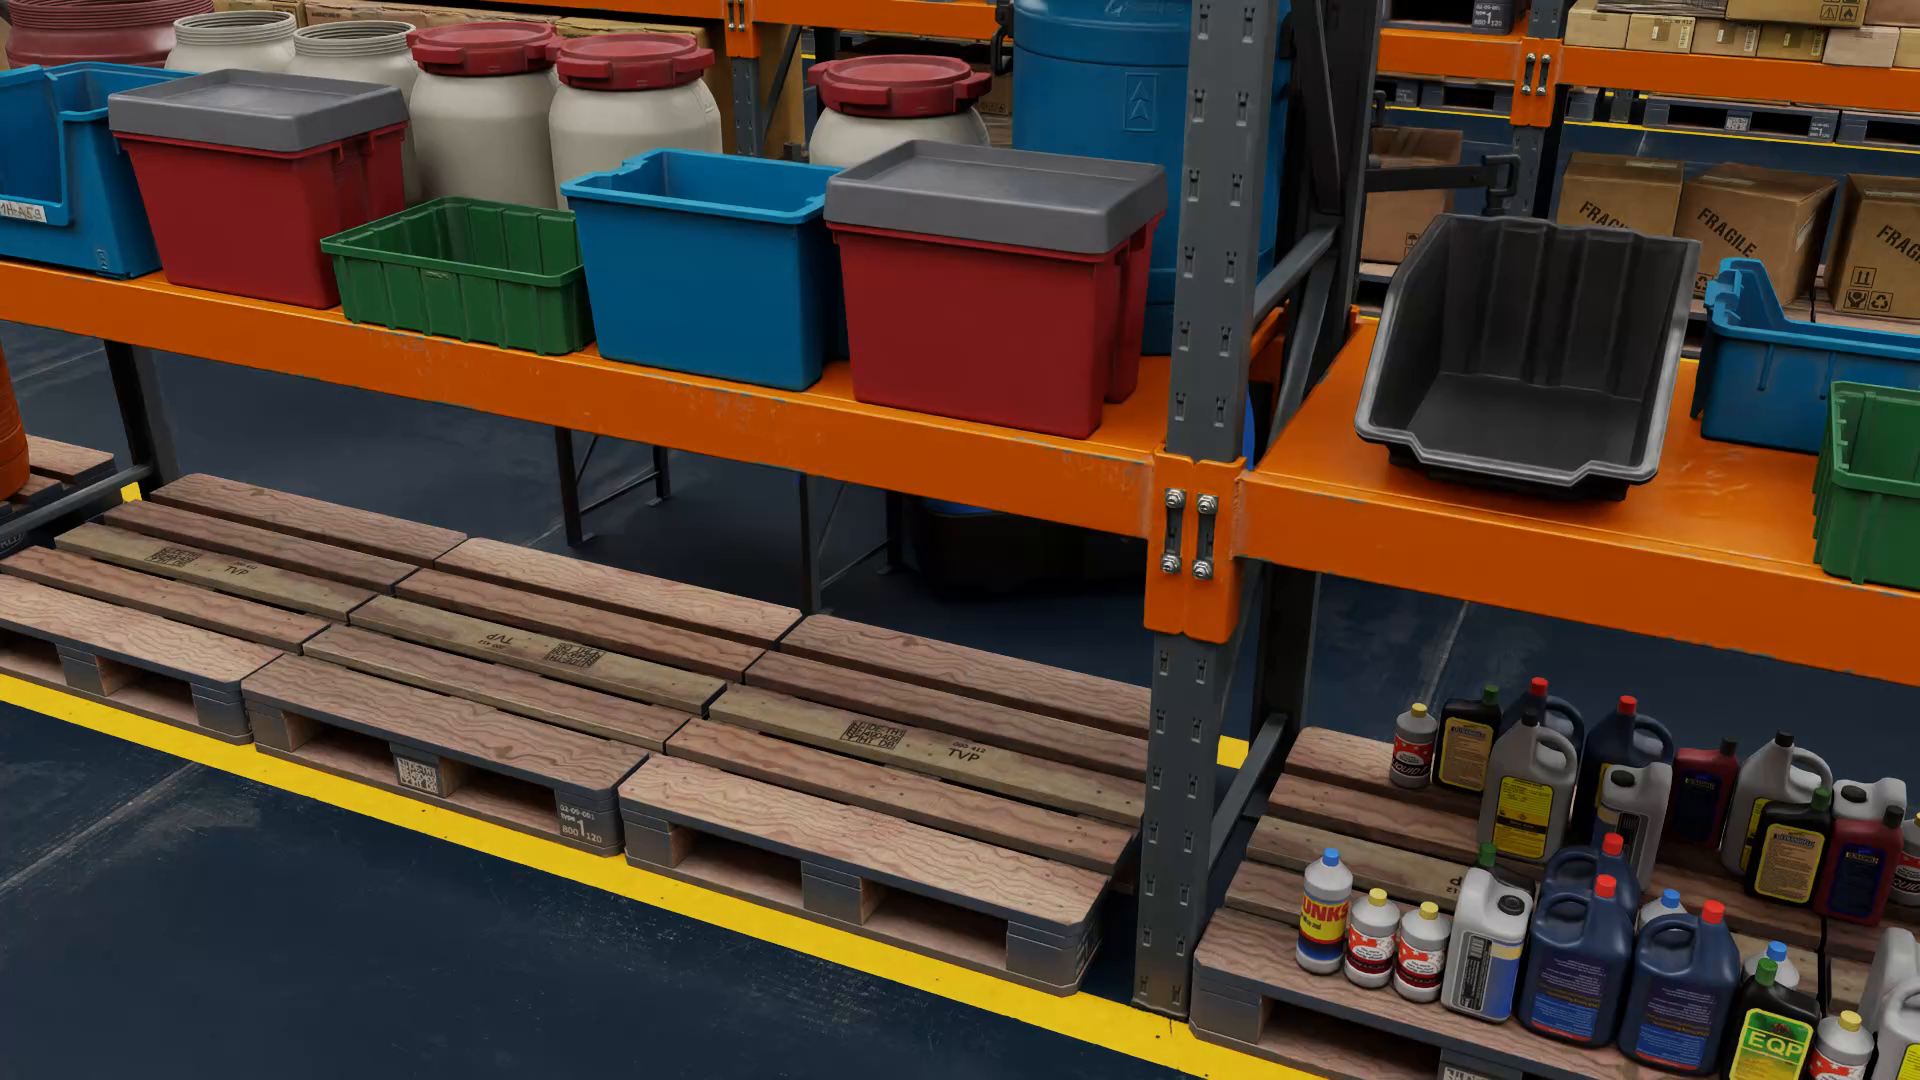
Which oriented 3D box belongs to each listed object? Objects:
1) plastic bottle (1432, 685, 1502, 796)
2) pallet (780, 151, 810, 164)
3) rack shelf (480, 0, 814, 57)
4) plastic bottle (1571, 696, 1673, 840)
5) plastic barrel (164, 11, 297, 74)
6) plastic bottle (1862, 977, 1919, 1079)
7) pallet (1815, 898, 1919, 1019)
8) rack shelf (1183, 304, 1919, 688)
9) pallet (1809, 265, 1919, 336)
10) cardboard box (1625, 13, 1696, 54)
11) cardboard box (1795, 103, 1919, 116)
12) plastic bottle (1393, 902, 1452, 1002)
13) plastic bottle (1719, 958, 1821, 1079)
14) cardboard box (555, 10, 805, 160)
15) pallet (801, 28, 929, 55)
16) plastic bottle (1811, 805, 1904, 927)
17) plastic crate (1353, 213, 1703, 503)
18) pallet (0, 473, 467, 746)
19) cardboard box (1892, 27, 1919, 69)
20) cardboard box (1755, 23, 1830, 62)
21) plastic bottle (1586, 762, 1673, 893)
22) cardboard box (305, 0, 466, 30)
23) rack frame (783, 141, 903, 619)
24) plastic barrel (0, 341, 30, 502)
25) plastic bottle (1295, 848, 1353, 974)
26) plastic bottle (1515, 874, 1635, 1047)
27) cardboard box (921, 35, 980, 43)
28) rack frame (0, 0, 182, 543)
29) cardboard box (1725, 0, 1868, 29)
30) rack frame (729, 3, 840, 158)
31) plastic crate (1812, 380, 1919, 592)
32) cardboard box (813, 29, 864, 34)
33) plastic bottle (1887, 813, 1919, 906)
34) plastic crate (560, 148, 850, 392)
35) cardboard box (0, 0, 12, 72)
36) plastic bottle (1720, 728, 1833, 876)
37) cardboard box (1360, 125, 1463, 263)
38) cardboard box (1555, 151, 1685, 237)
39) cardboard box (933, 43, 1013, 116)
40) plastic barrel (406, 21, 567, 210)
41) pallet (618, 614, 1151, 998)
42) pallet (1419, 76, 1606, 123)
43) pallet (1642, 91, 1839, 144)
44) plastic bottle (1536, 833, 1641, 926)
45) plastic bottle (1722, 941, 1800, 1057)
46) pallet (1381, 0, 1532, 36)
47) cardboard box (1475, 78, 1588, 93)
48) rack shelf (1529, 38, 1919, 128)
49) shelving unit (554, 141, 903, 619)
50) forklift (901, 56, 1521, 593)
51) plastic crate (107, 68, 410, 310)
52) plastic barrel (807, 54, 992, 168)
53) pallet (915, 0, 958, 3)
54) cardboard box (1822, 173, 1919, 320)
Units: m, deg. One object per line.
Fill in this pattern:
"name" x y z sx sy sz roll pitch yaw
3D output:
"plastic bottle" 1.216 0.468 3.981 0.133 0.283 0.061 13 29 24
"pallet" -1.636 -2.155 9.888 1.213 0.211 1.003 11 28 22
"rack shelf" -2.770 -3.274 9.819 4.000 0.370 1.077 11 28 22
"plastic bottle" 1.522 0.519 3.800 0.185 0.351 0.144 10 28 19
"plastic barrel" -1.975 -1.188 4.640 0.421 0.512 0.421 0 26 0
"plastic bottle" 1.763 0.909 3.008 0.185 0.351 0.144 11 28 21
"pallet" 2.350 1.104 3.268 1.213 0.211 1.003 11 28 22
"rack shelf" 2.462 0.180 2.803 4.000 0.370 1.077 11 28 22
"pallet" 4.432 -0.918 7.376 1.213 0.211 1.003 11 28 22
"cardboard box" 2.985 -2.176 7.059 0.250 0.149 0.380 11 28 22
"cardboard box" 6.202 -3.405 11.200 0.875 0.875 0.875 12 28 22
"plastic bottle" 0.935 0.821 3.356 0.097 0.201 0.097 0 26 0
"plastic bottle" 1.509 0.909 3.086 0.133 0.283 0.061 13 29 24
"cardboard box" -1.569 -2.601 9.567 0.875 0.875 1.225 10 28 19
"pallet" -0.622 -4.323 14.292 1.213 0.211 1.003 11 28 22
"plastic bottle" 1.918 0.683 3.544 0.133 0.283 0.061 11 28 22
"plastic crate" 1.065 -0.334 3.103 0.504 0.338 0.767 11 28 22
"pallet" -2.311 0.168 5.169 1.213 0.211 1.003 11 28 22
"cardboard box" 3.911 -2.008 6.718 0.250 0.149 0.380 11 28 22
"cardboard box" 3.456 -2.100 6.903 0.250 0.149 0.380 11 28 22
"plastic bottle" 1.483 0.617 3.686 0.135 0.276 0.152 11 28 22
"cardboard box" -3.186 -2.926 10.227 0.875 0.875 1.225 10 28 20
"rack frame" -0.339 -0.502 5.071 0.032 1.500 0.500 16 30 29
"plastic barrel" -3.452 -0.537 5.427 0.708 0.830 0.600 11 28 22
"plastic bottle" 0.750 0.753 3.416 0.097 0.271 0.097 0 26 0
"plastic bottle" 1.204 0.797 3.236 0.185 0.351 0.144 12 29 23
"cardboard box" 0.017 -4.386 13.617 0.500 0.500 0.500 13 29 24
"rack frame" -3.000 -1.240 4.873 0.127 3.000 1.000 11 28 22
"cardboard box" 3.516 -2.466 6.912 0.500 0.500 0.875 11 28 22
"rack frame" -0.950 -3.231 8.918 0.127 3.000 1.000 11 28 22
"plastic crate" 1.760 -0.052 2.699 0.662 0.188 0.450 11 28 22
"cardboard box" -0.918 -4.577 14.006 0.500 0.500 0.500 12 29 23
"plastic bottle" 2.081 0.687 3.628 0.097 0.201 0.097 0 26 0
"plastic crate" -0.492 -0.578 3.546 0.575 0.384 0.392 11 28 22
"cardboard box" -5.978 -3.515 11.424 0.875 0.875 0.875 11 28 22
"plastic bottle" 1.816 0.578 3.680 0.185 0.351 0.144 11 28 21
"cardboard box" 2.142 -1.697 8.133 0.500 0.500 0.700 9 28 18
"cardboard box" 3.039 -1.478 7.710 0.500 0.500 0.500 10 28 20
"cardboard box" 0.160 -2.440 8.794 0.500 0.250 0.500 15 30 28
"plastic barrel" -1.200 -1.046 4.325 0.433 0.535 0.433 0 26 0
"pallet" -0.090 0.614 4.263 1.213 0.211 1.003 11 28 22
"pallet" 4.103 -3.336 12.286 1.213 0.211 1.003 11 28 22
"pallet" 5.497 -3.054 11.715 1.213 0.211 1.003 11 28 22
"plastic bottle" 1.264 0.739 3.354 0.185 0.351 0.144 11 28 22
"plastic bottle" 1.526 0.879 3.160 0.097 0.271 0.097 0 26 0
"pallet" 2.056 -2.612 7.877 1.213 0.211 1.003 11 28 22
"cardboard box" 4.234 -3.732 12.007 0.750 0.750 1.050 11 28 22
"rack shelf" 4.512 -1.812 6.848 4.000 0.370 1.077 11 28 22
"shelving unit" -0.770 -0.621 5.314 1.048 1.500 0.538 16 30 29
"forklift" 1.288 -1.453 5.382 3.031 2.935 1.130 -5 27 -10
"plastic crate" -1.655 -0.850 4.008 0.583 0.464 0.402 11 28 22
"plastic barrel" -0.139 -0.833 3.891 0.433 0.535 0.433 0 26 0
"pallet" -0.257 -3.058 8.782 1.003 0.211 1.213 11 28 22
"cardboard box" 4.161 -1.294 7.337 0.500 0.500 0.500 9 28 17
